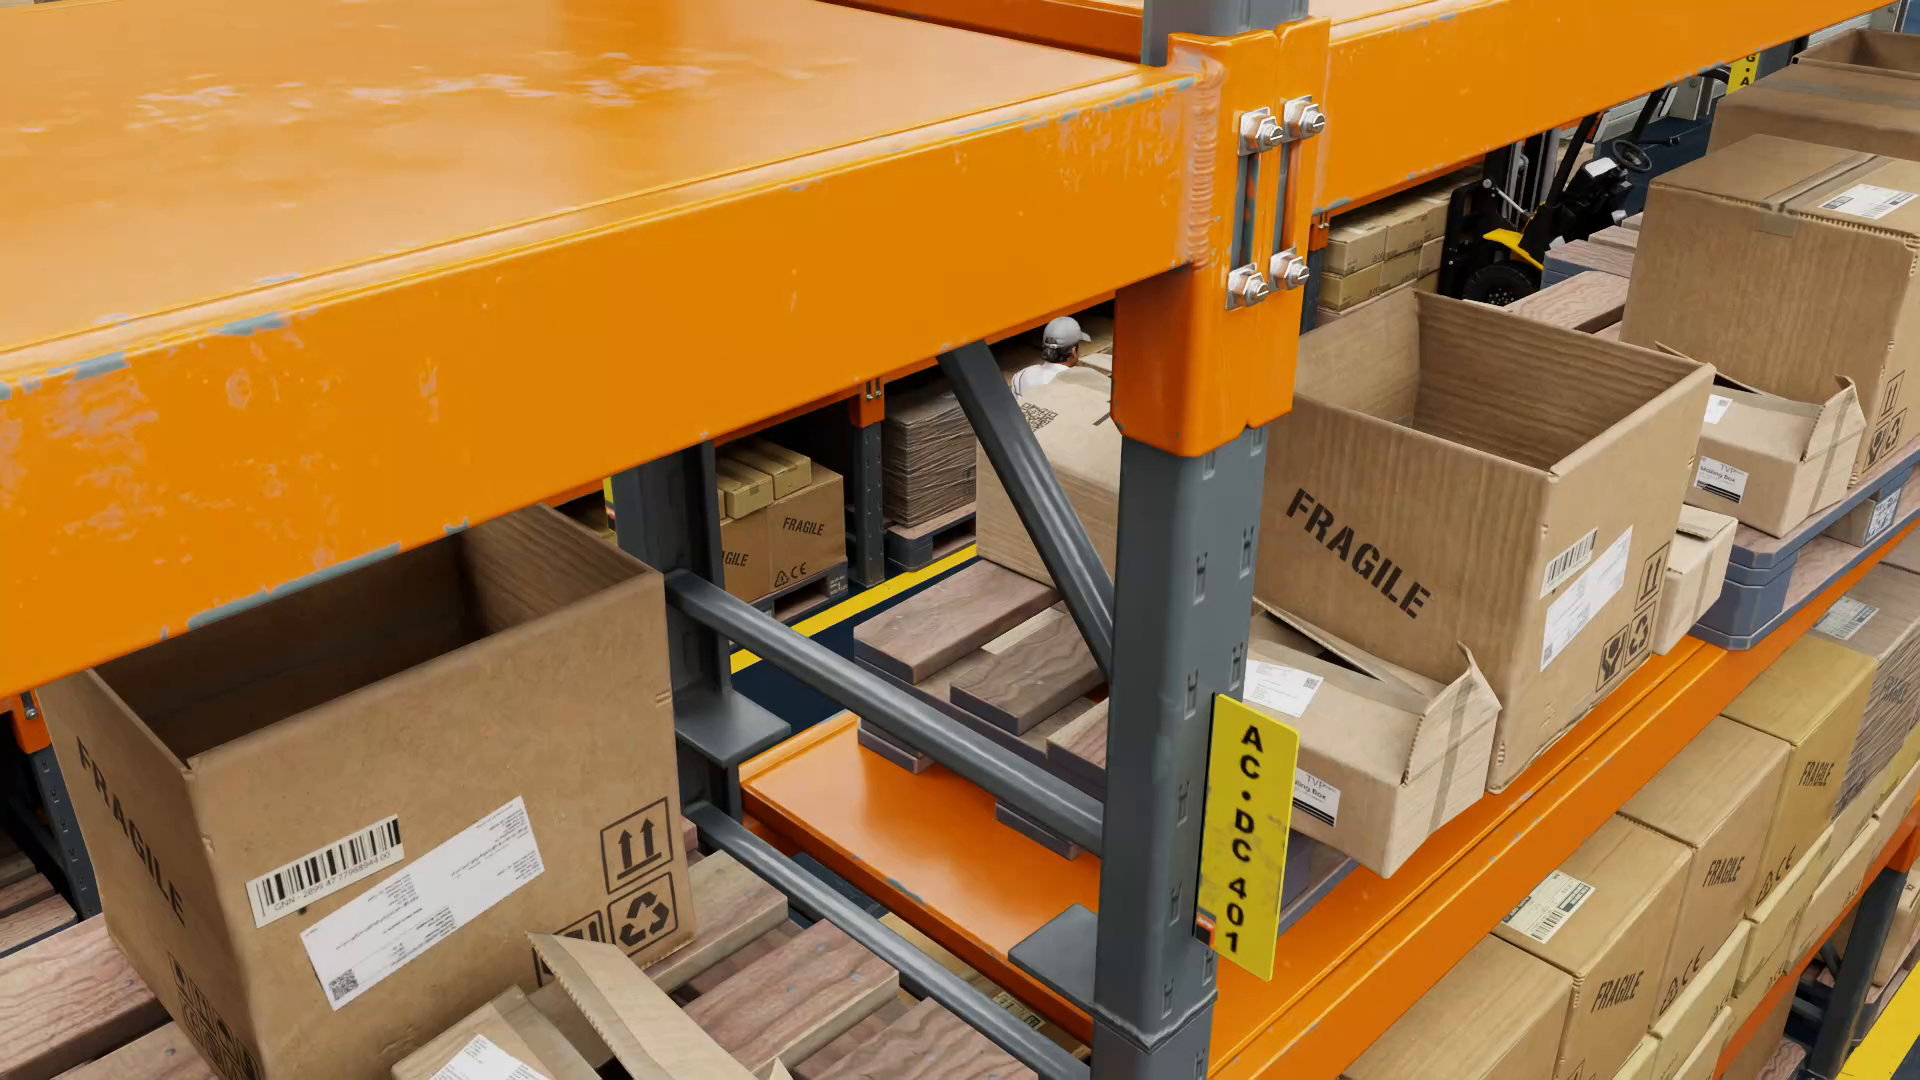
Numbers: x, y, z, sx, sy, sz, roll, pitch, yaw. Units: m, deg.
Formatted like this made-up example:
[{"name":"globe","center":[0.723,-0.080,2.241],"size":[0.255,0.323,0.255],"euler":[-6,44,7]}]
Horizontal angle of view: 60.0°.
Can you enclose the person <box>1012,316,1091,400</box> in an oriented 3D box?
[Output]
[{"name":"person","center":[0.478,-0.275,8.133],"size":[0.566,1.667,0.465],"euler":[21,34,34]}]
